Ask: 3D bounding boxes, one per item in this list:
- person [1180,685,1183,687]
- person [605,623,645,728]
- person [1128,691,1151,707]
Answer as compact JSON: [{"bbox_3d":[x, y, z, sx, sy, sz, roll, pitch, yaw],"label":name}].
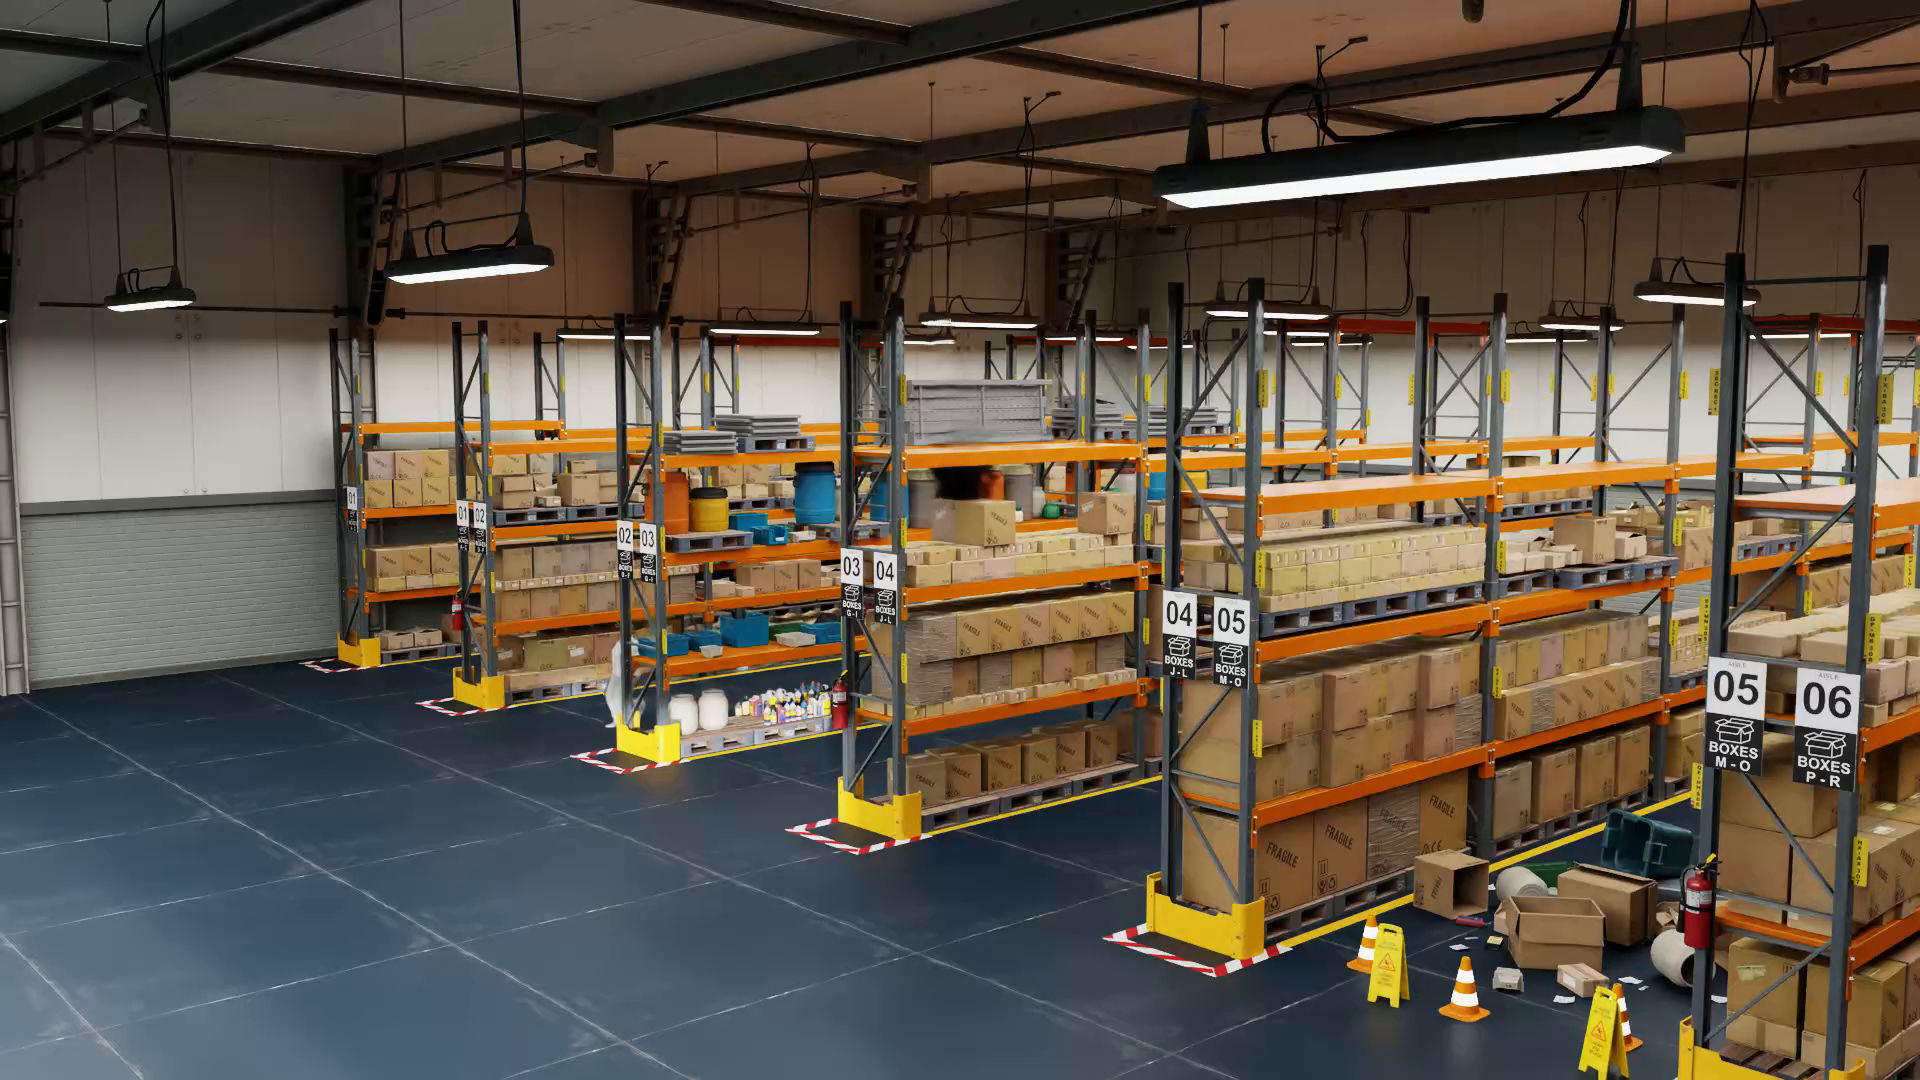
[{"bbox_3d":[3.648,1.835,25.752,0.605,1.623,0.604,-5,8,-41],"label":"person"},{"bbox_3d":[-4.864,1.973,24.359,0.549,1.617,0.649,-5,7,-40],"label":"person"},{"bbox_3d":[2.670,1.831,24.906,0.680,1.732,0.629,5,7,40],"label":"person"}]
